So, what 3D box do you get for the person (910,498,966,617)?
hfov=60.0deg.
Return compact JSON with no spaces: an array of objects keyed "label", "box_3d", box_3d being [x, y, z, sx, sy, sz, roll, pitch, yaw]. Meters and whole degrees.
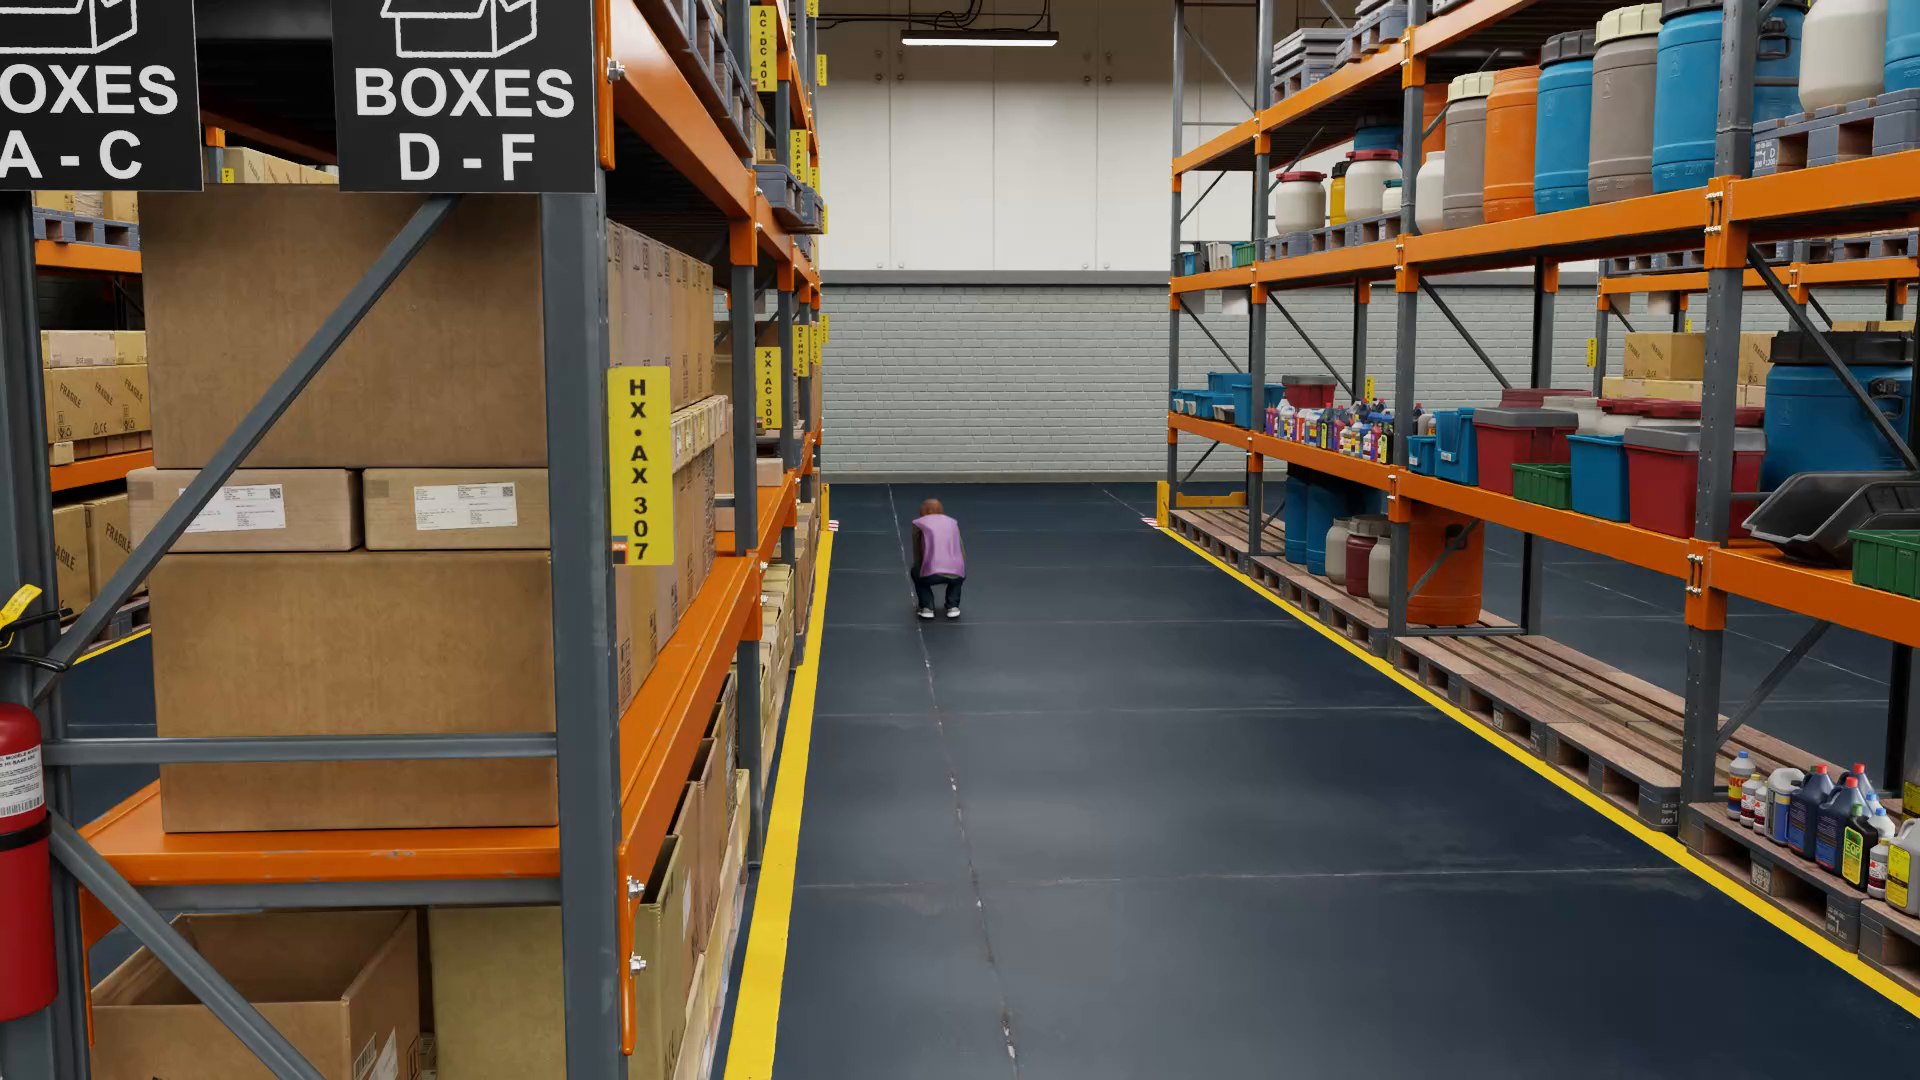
[{"label":"person","box_3d":[-0.162,0.148,13.038,0.447,0.886,0.810,-1,7,-4]}]
